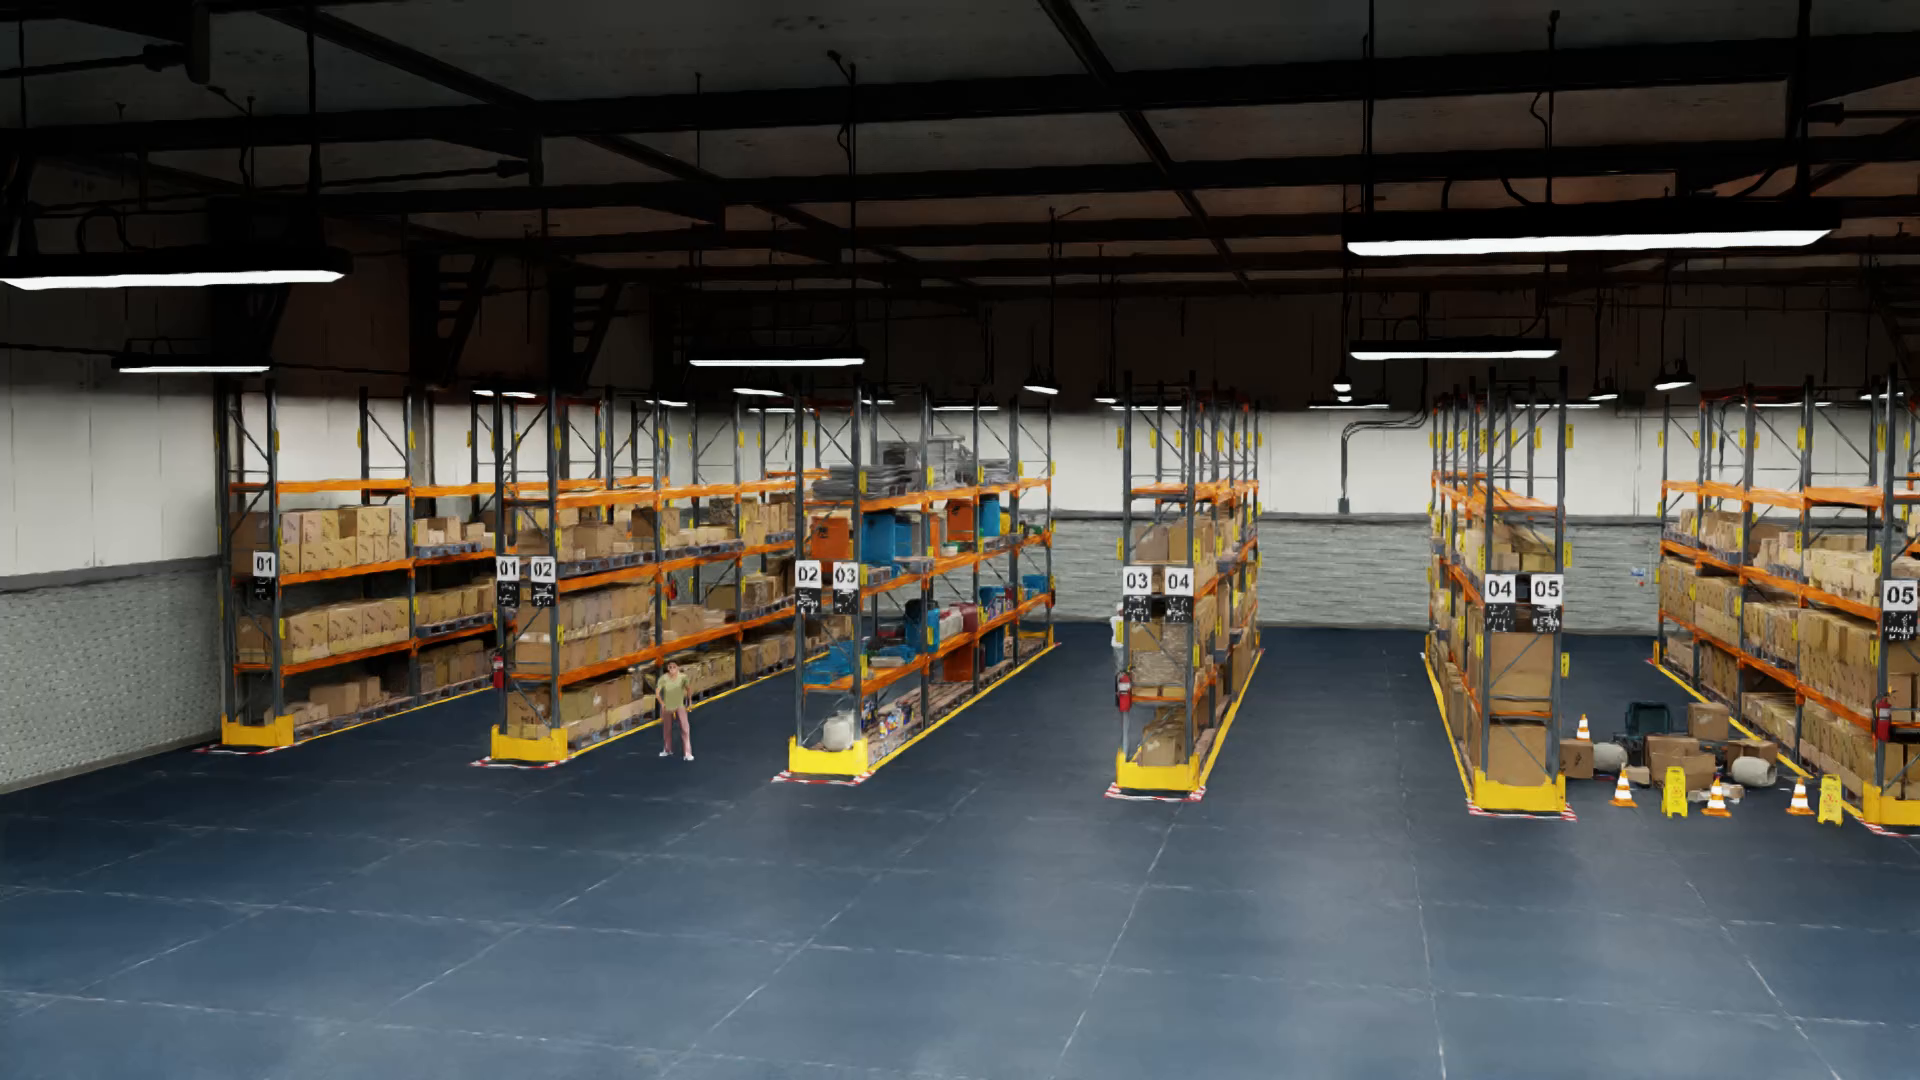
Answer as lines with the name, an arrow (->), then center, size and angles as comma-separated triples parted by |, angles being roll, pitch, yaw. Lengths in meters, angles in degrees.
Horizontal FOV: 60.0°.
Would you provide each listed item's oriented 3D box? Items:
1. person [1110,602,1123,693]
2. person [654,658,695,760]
person -> 3.234, 2.118, 32.934 | 0.457, 1.783, 0.618 | -1, 4, -18
person -> -4.455, 2.629, 26.028 | 0.626, 1.610, 0.799 | 0, 3, -5
